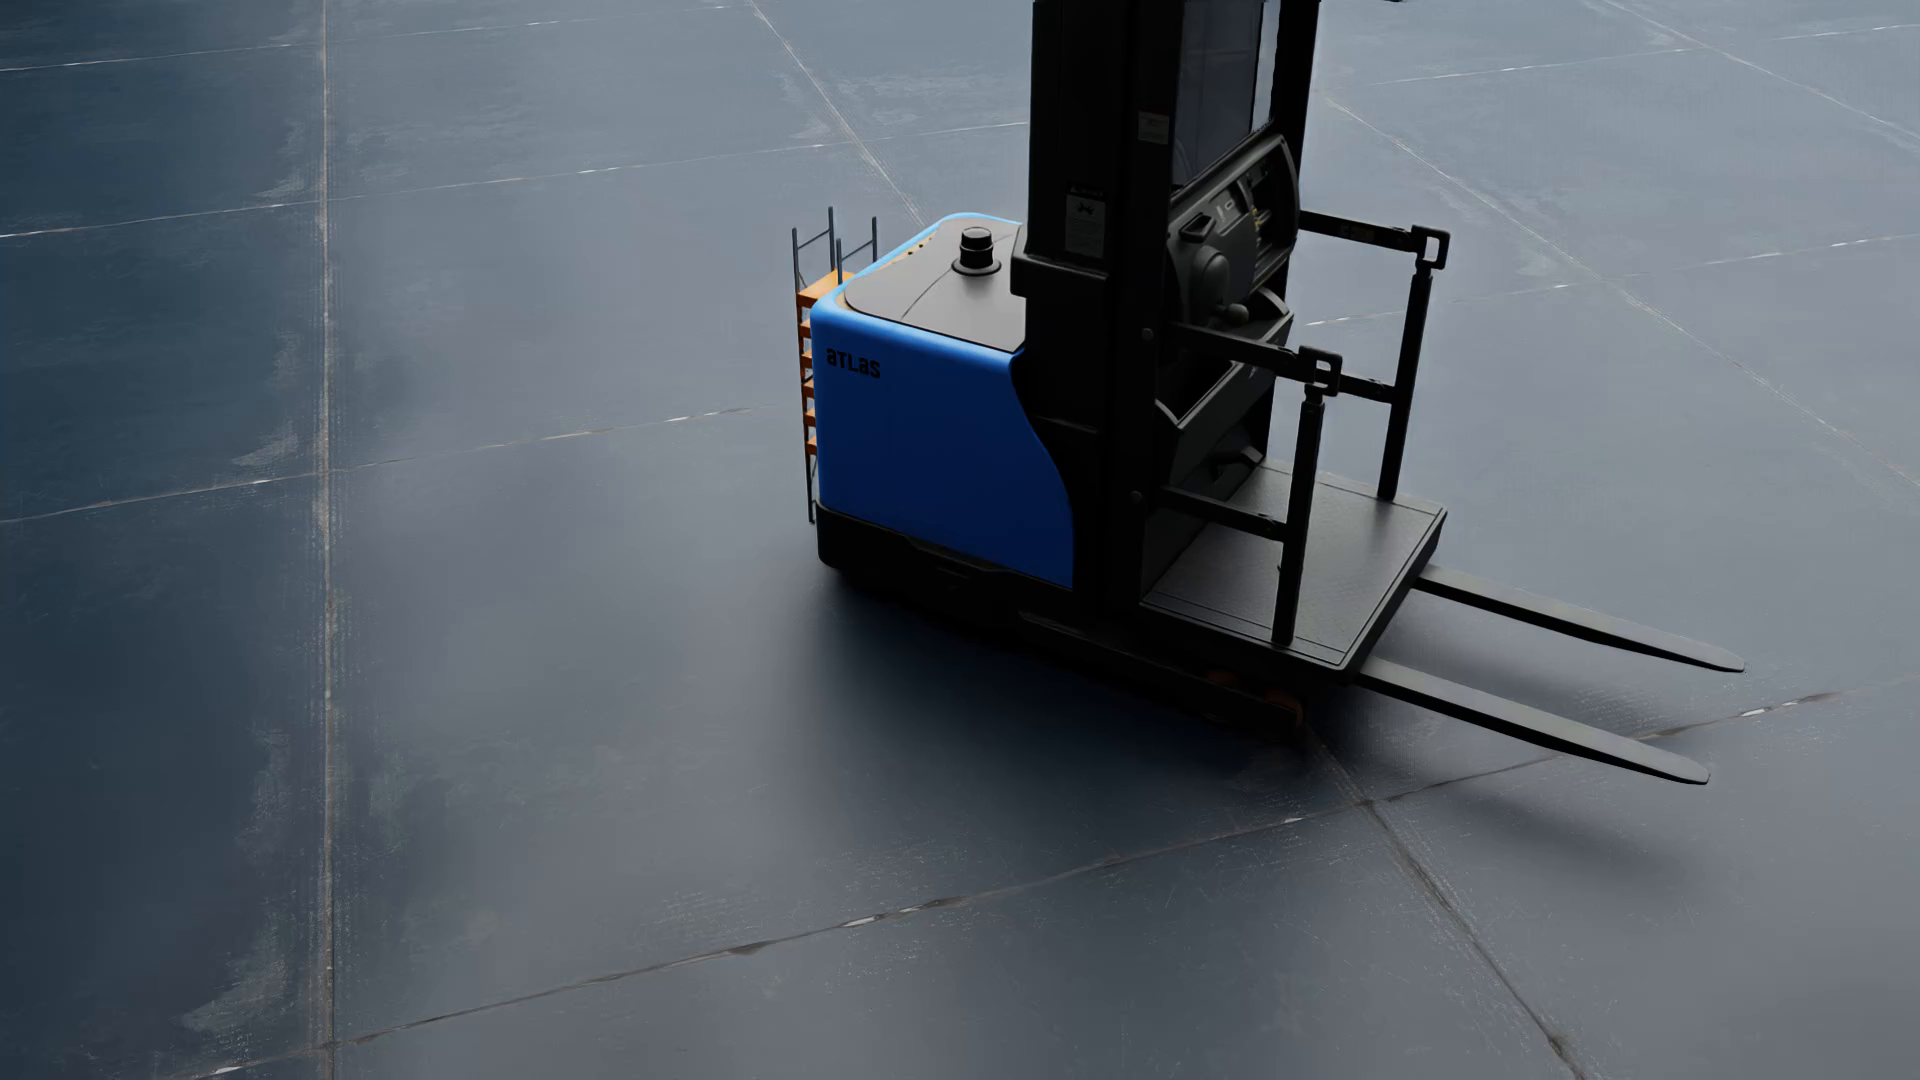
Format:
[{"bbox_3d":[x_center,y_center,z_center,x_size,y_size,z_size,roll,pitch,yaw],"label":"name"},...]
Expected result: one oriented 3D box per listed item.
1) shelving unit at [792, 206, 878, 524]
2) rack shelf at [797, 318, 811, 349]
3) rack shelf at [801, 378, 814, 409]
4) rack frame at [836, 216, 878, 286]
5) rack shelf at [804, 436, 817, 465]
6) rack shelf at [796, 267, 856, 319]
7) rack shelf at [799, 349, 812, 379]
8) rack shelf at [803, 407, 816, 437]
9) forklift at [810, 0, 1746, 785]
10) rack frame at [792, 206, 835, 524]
[{"bbox_3d":[-0.433,-0.593,6.058,0.189,1.200,0.258,18,38,25],"label":"shelving unit"},{"bbox_3d":[-0.433,-0.756,5.951,0.180,0.103,0.258,18,38,25],"label":"rack shelf"},{"bbox_3d":[-0.433,-0.556,6.083,0.180,0.103,0.258,18,38,25],"label":"rack shelf"},{"bbox_3d":[-0.354,-0.567,6.020,0.006,1.200,0.240,18,38,25],"label":"rack frame"},{"bbox_3d":[-0.433,-0.355,6.215,0.180,0.103,0.258,18,38,25],"label":"rack shelf"},{"bbox_3d":[-0.433,-0.856,5.884,0.180,0.103,0.258,18,38,25],"label":"rack shelf"},{"bbox_3d":[-0.433,-0.656,6.017,0.180,0.103,0.258,18,38,25],"label":"rack shelf"},{"bbox_3d":[-0.433,-0.455,6.149,0.180,0.103,0.258,18,38,25],"label":"rack shelf"},{"bbox_3d":[1.015,-0.918,4.981,3.031,2.935,1.130,18,38,25],"label":"forklift"},{"bbox_3d":[-0.511,-0.618,6.097,0.006,1.200,0.240,18,38,25],"label":"rack frame"}]
